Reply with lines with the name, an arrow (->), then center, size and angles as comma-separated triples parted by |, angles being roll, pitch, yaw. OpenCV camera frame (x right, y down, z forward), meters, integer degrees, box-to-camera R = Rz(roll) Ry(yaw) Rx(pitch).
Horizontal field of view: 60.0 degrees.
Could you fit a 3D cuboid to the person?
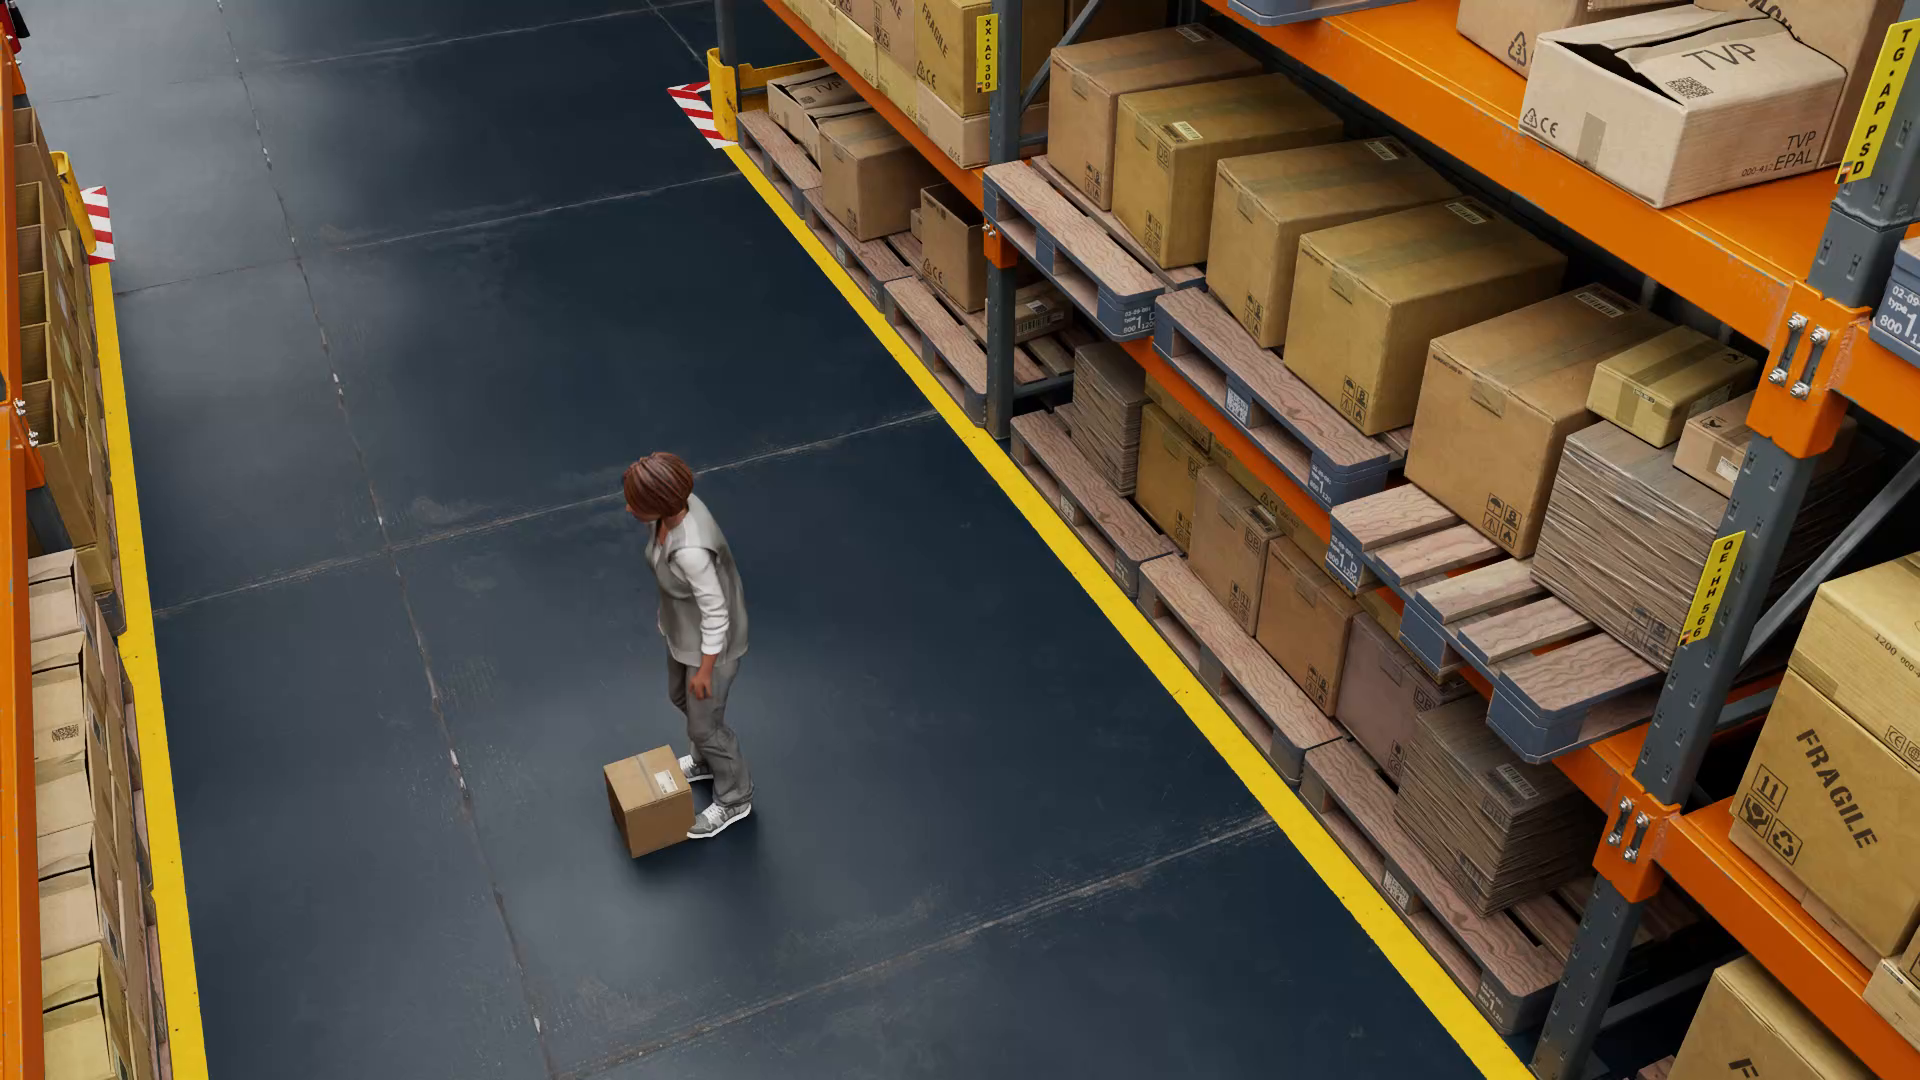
person -> -0.908, 0.347, 5.712 | 0.344, 1.593, 0.463 | -16, 41, -20
